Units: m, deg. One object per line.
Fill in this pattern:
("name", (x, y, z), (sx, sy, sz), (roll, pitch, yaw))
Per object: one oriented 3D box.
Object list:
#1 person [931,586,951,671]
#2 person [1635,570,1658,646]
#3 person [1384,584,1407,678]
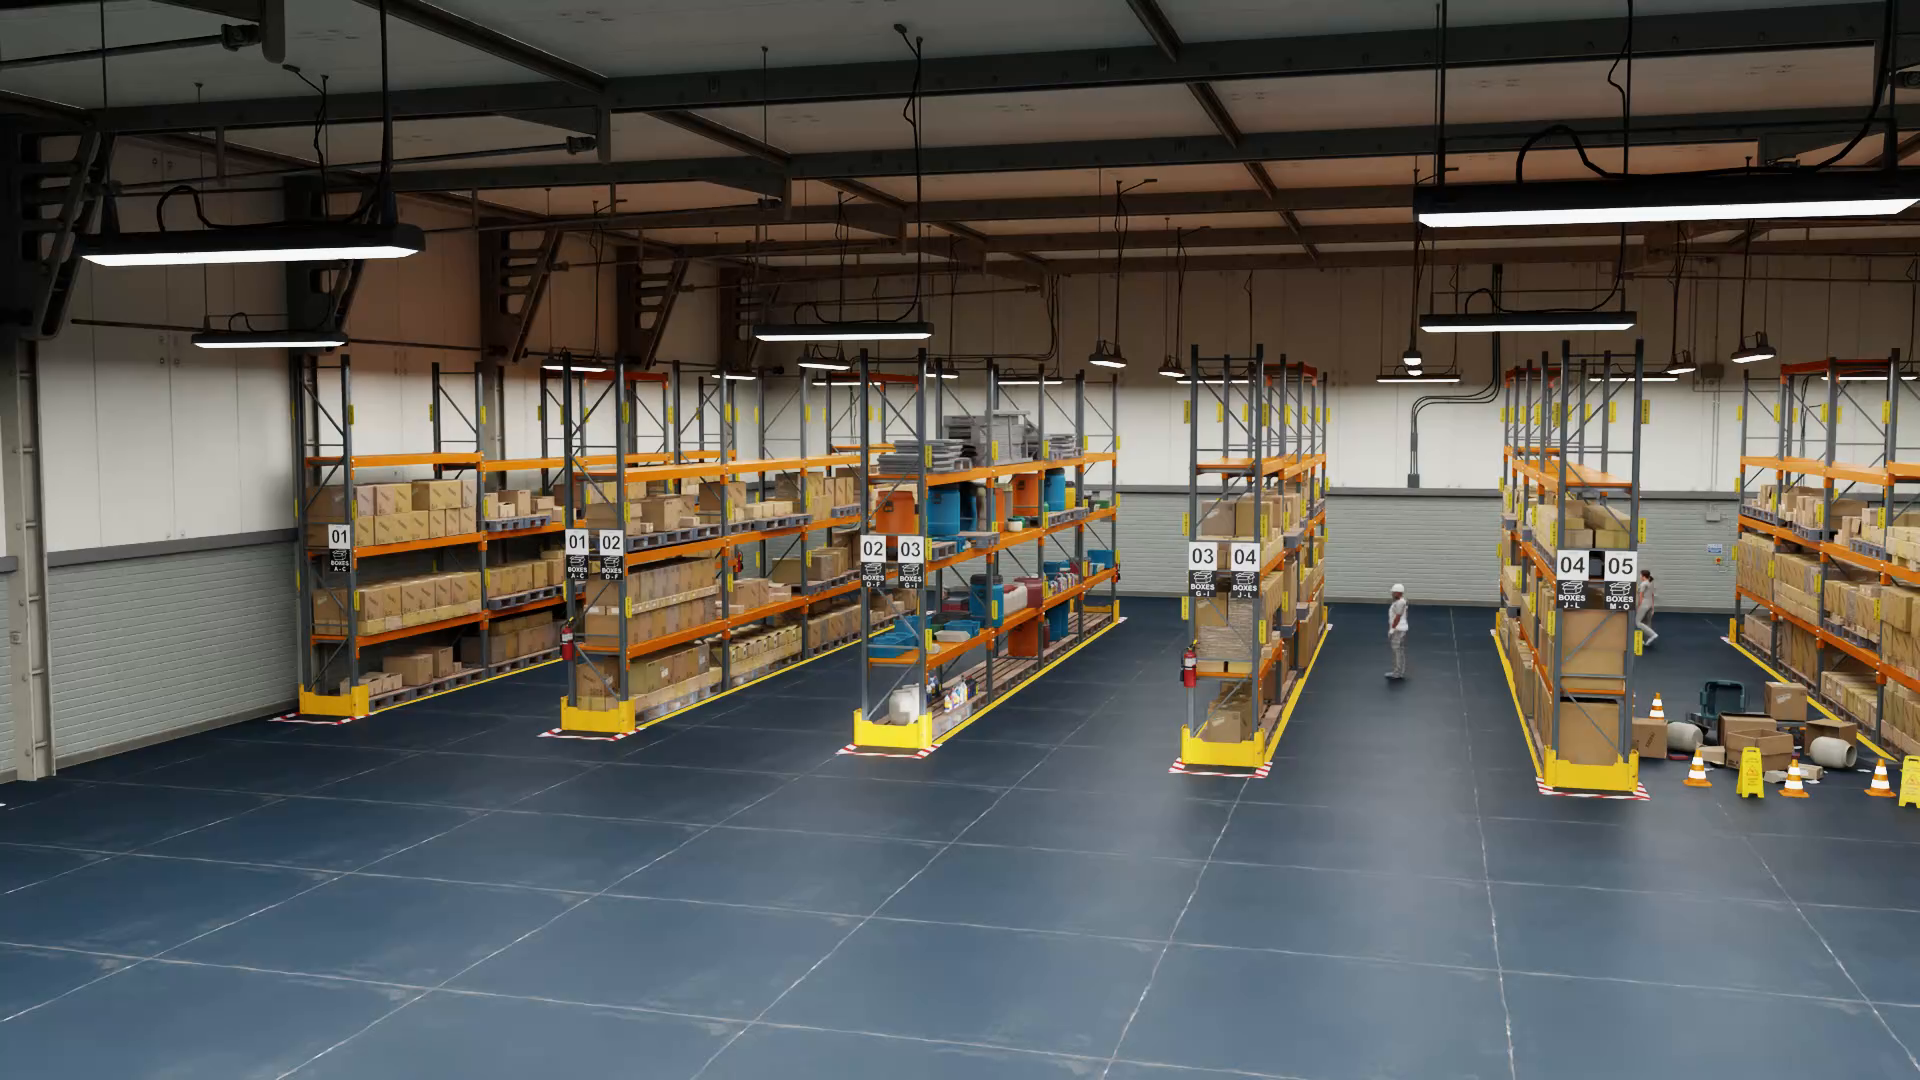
("person", (-0.376, 1.742, 32.568), (0.369, 1.721, 0.564), (-2, 5, -21))
("person", (14.880, 1.481, 35.946), (0.571, 1.673, 0.571), (-4, 6, -40))
("person", (8.309, 1.728, 31.666), (0.413, 1.793, 0.568), (2, 5, 24))
